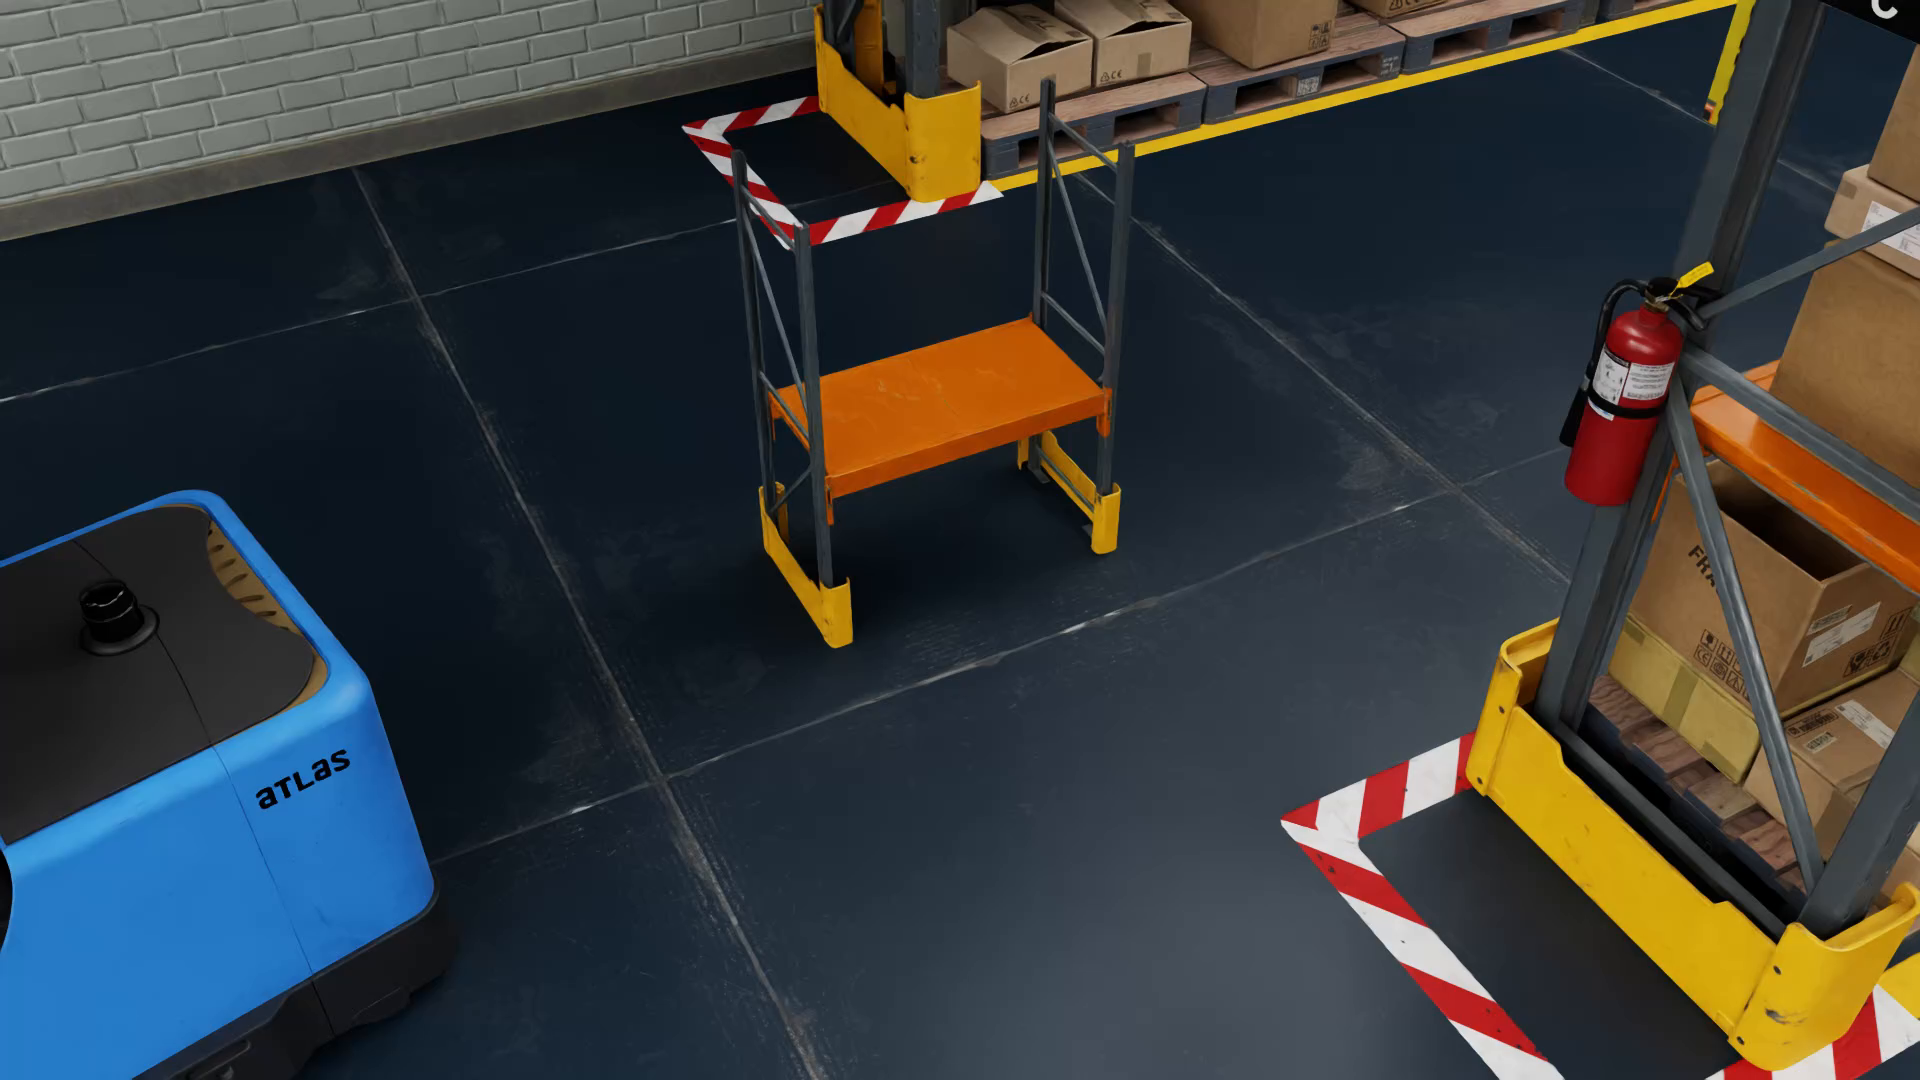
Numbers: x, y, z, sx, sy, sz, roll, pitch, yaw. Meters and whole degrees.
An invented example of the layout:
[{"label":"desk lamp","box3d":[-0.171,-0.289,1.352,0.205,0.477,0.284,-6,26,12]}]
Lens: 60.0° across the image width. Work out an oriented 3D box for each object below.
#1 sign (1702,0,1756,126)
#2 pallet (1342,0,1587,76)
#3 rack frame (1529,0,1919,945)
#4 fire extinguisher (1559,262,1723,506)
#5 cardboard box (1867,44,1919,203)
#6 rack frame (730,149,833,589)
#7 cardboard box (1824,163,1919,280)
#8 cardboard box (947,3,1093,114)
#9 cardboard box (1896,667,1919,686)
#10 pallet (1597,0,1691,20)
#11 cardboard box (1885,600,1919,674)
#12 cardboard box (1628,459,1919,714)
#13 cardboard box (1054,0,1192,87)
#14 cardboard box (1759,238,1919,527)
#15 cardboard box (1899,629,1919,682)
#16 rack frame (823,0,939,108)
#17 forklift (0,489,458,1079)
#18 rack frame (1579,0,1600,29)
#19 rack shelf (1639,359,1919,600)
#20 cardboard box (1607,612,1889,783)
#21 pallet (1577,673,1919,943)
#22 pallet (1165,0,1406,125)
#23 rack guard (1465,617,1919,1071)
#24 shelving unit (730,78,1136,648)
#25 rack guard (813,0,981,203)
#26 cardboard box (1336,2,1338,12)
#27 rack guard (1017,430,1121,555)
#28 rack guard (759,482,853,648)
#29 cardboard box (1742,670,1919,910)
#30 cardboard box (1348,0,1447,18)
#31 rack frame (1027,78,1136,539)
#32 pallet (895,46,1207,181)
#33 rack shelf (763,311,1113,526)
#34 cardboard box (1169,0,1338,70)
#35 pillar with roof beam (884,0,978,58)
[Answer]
[{"label":"sign","box3d":[1.681,-1.037,3.574,0.005,0.325,0.100,-19,44,-21]},{"label":"pallet","box3d":[2.596,-2.936,9.055,1.213,0.211,1.003,-19,44,-21]},{"label":"rack frame","box3d":[1.919,-0.190,3.653,0.127,3.000,1.000,-19,44,-21]},{"label":"fire extinguisher","box3d":[1.599,-0.391,3.950,0.183,0.674,0.296,-19,44,-21]},{"label":"cardboard box","box3d":[2.386,-0.871,3.376,0.500,0.500,0.700,-18,44,-20]},{"label":"rack frame","box3d":[-0.527,-0.395,5.056,0.032,1.500,0.500,-19,44,-21]},{"label":"cardboard box","box3d":[2.170,-0.699,3.674,0.250,0.149,0.380,-19,44,-21]},{"label":"cardboard box","box3d":[0.283,-2.324,7.914,0.500,0.311,0.500,-24,46,-25]},{"label":"cardboard box","box3d":[2.939,0.515,4.623,0.500,0.250,0.500,-19,44,-21]},{"label":"pallet","box3d":[3.865,-3.390,9.591,1.213,0.211,1.003,-19,44,-21]},{"label":"cardboard box","box3d":[2.696,0.214,4.979,0.500,0.250,0.500,-19,44,-21]},{"label":"cardboard box","box3d":[2.257,0.083,4.553,0.500,0.500,0.500,-19,44,-21]},{"label":"cardboard box","box3d":[0.788,-2.494,8.115,0.500,0.311,0.500,-15,43,-17]},{"label":"cardboard box","box3d":[2.339,-0.360,3.776,0.500,0.500,0.700,-19,44,-21]},{"label":"cardboard box","box3d":[2.940,0.230,4.379,0.500,0.500,0.500,-19,44,-21]},{"label":"rack frame","box3d":[-0.373,-3.027,7.005,0.127,3.000,1.000,-19,44,-21]},{"label":"forklift","box3d":[-2.769,0.398,3.011,3.031,2.935,1.130,-29,48,-30]},{"label":"rack frame","box3d":[3.175,-4.221,8.415,0.127,3.000,1.000,-19,44,-21]},{"label":"rack shelf","box3d":[3.693,-0.512,4.590,4.000,0.370,1.077,-19,44,-21]},{"label":"cardboard box","box3d":[2.258,0.370,4.794,0.500,0.250,0.500,-19,44,-21]},{"label":"pallet","box3d":[2.578,0.622,4.851,1.213,0.211,1.003,-19,44,-21]},{"label":"pallet","box3d":[1.512,-2.569,8.622,1.213,0.211,1.003,-19,44,-21]},{"label":"rack guard","box3d":[1.898,0.771,4.452,0.348,0.500,1.175,-19,44,-21]},{"label":"shelving unit","box3d":[-0.068,-0.550,5.239,1.083,1.500,0.587,-19,44,-21]},{"label":"rack guard","box3d":[-0.305,-2.096,7.839,0.348,0.500,1.175,-19,44,-21]},{"label":"cardboard box","box3d":[1.747,-2.835,8.644,0.250,0.149,0.380,-22,45,-24]},{"label":"rack guard","box3d":[0.374,-0.221,5.818,0.087,0.250,0.587,-19,44,-21]},{"label":"rack guard","box3d":[-0.509,0.076,5.467,0.087,0.250,0.587,-19,44,-21]},{"label":"cardboard box","box3d":[2.497,0.667,4.444,0.500,0.250,0.500,-19,44,-21]},{"label":"cardboard box","box3d":[2.273,-3.102,8.687,0.500,0.500,0.500,-22,45,-24]},{"label":"rack frame","box3d":[0.375,-0.699,5.415,0.032,1.500,0.500,-19,44,-21]},{"label":"pallet","box3d":[0.432,-2.208,8.195,1.213,0.211,1.003,-19,44,-21]},{"label":"rack shelf","box3d":[-0.076,-0.410,5.352,1.000,0.185,0.538,-19,44,-21]},{"label":"cardboard box","box3d":[1.462,-2.756,8.279,0.500,0.500,0.700,-21,45,-23]},{"label":"pillar with roof beam","box3d":[1.837,-3.555,2.984,0.400,9.000,9.100,-19,44,-21]}]
